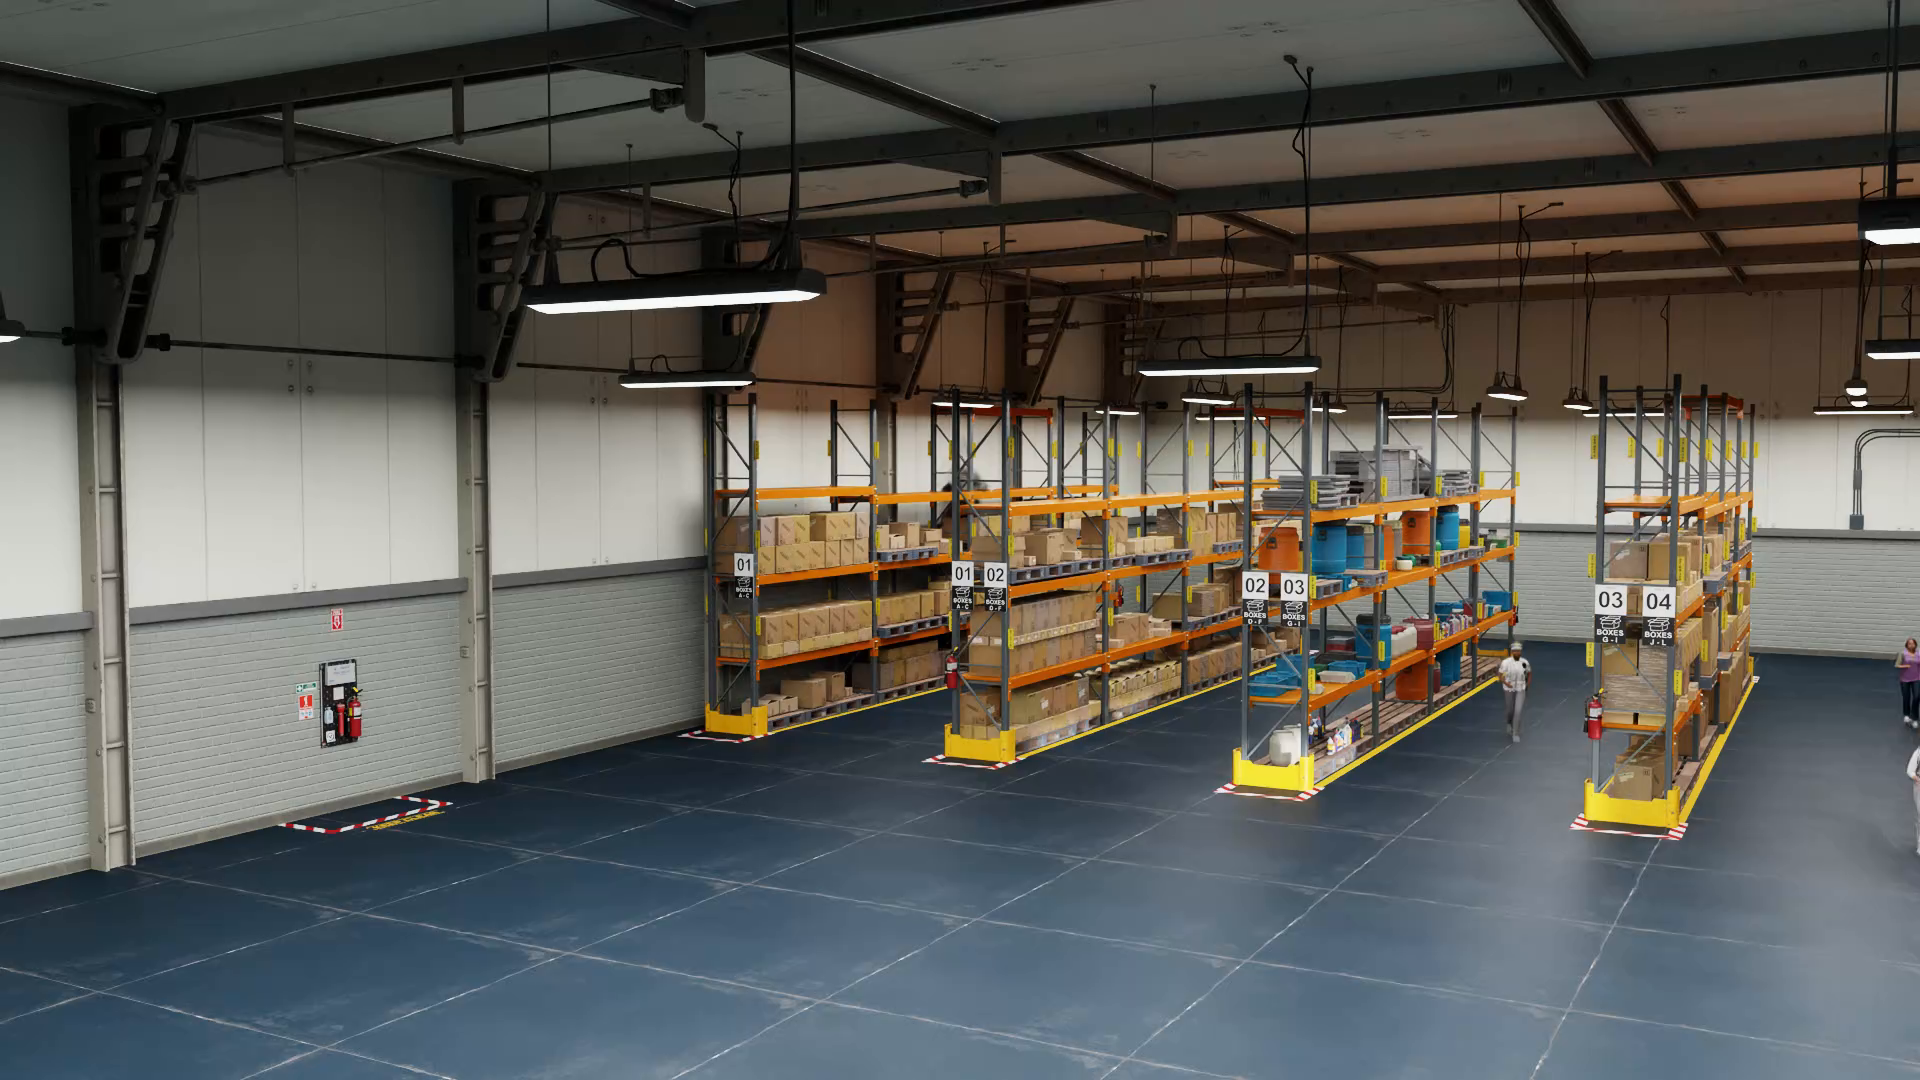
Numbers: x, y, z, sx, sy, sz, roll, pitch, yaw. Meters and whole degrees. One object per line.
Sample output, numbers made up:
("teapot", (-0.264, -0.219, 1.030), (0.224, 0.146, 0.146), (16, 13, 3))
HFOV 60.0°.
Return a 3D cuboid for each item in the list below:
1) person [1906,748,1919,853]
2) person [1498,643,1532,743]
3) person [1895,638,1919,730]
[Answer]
("person", (11.979, 3.124, 20.506), (0.575, 1.565, 0.569), (0, 3, 8))
("person", (9.614, 2.611, 28.808), (0.584, 1.699, 0.822), (1, 3, 14))
("person", (17.156, 2.576, 30.013), (0.522, 1.639, 0.700), (1, 3, 25))
